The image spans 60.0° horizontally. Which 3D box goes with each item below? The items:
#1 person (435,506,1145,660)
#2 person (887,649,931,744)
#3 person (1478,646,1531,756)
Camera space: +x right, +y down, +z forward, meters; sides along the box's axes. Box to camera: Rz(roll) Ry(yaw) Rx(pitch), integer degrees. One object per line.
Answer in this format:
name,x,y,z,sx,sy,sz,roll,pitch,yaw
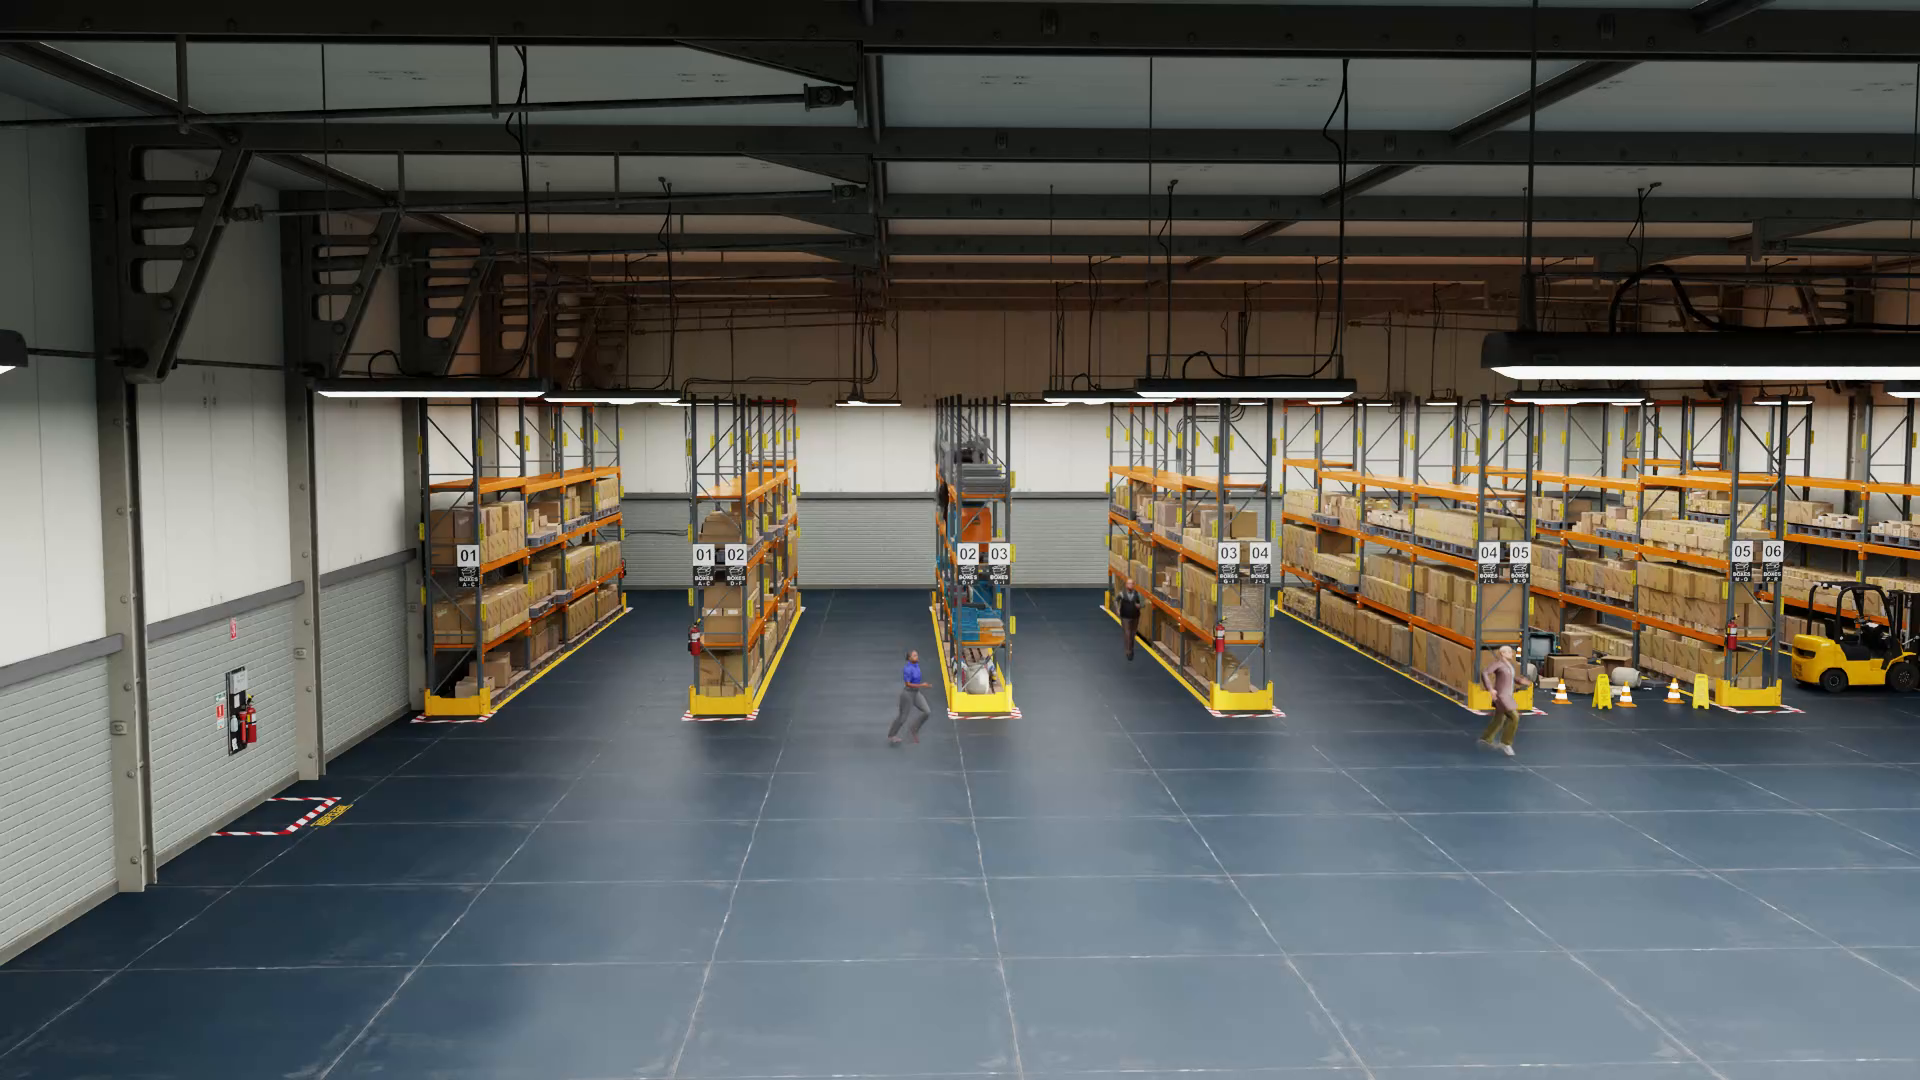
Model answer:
person,-3.005,0.962,34.096,14.373,3.607,3.278,0,5,-6
person,-0.824,2.672,28.349,0.841,1.625,0.585,3,5,30
person,9.067,2.671,27.731,0.836,1.840,0.652,3,5,33
